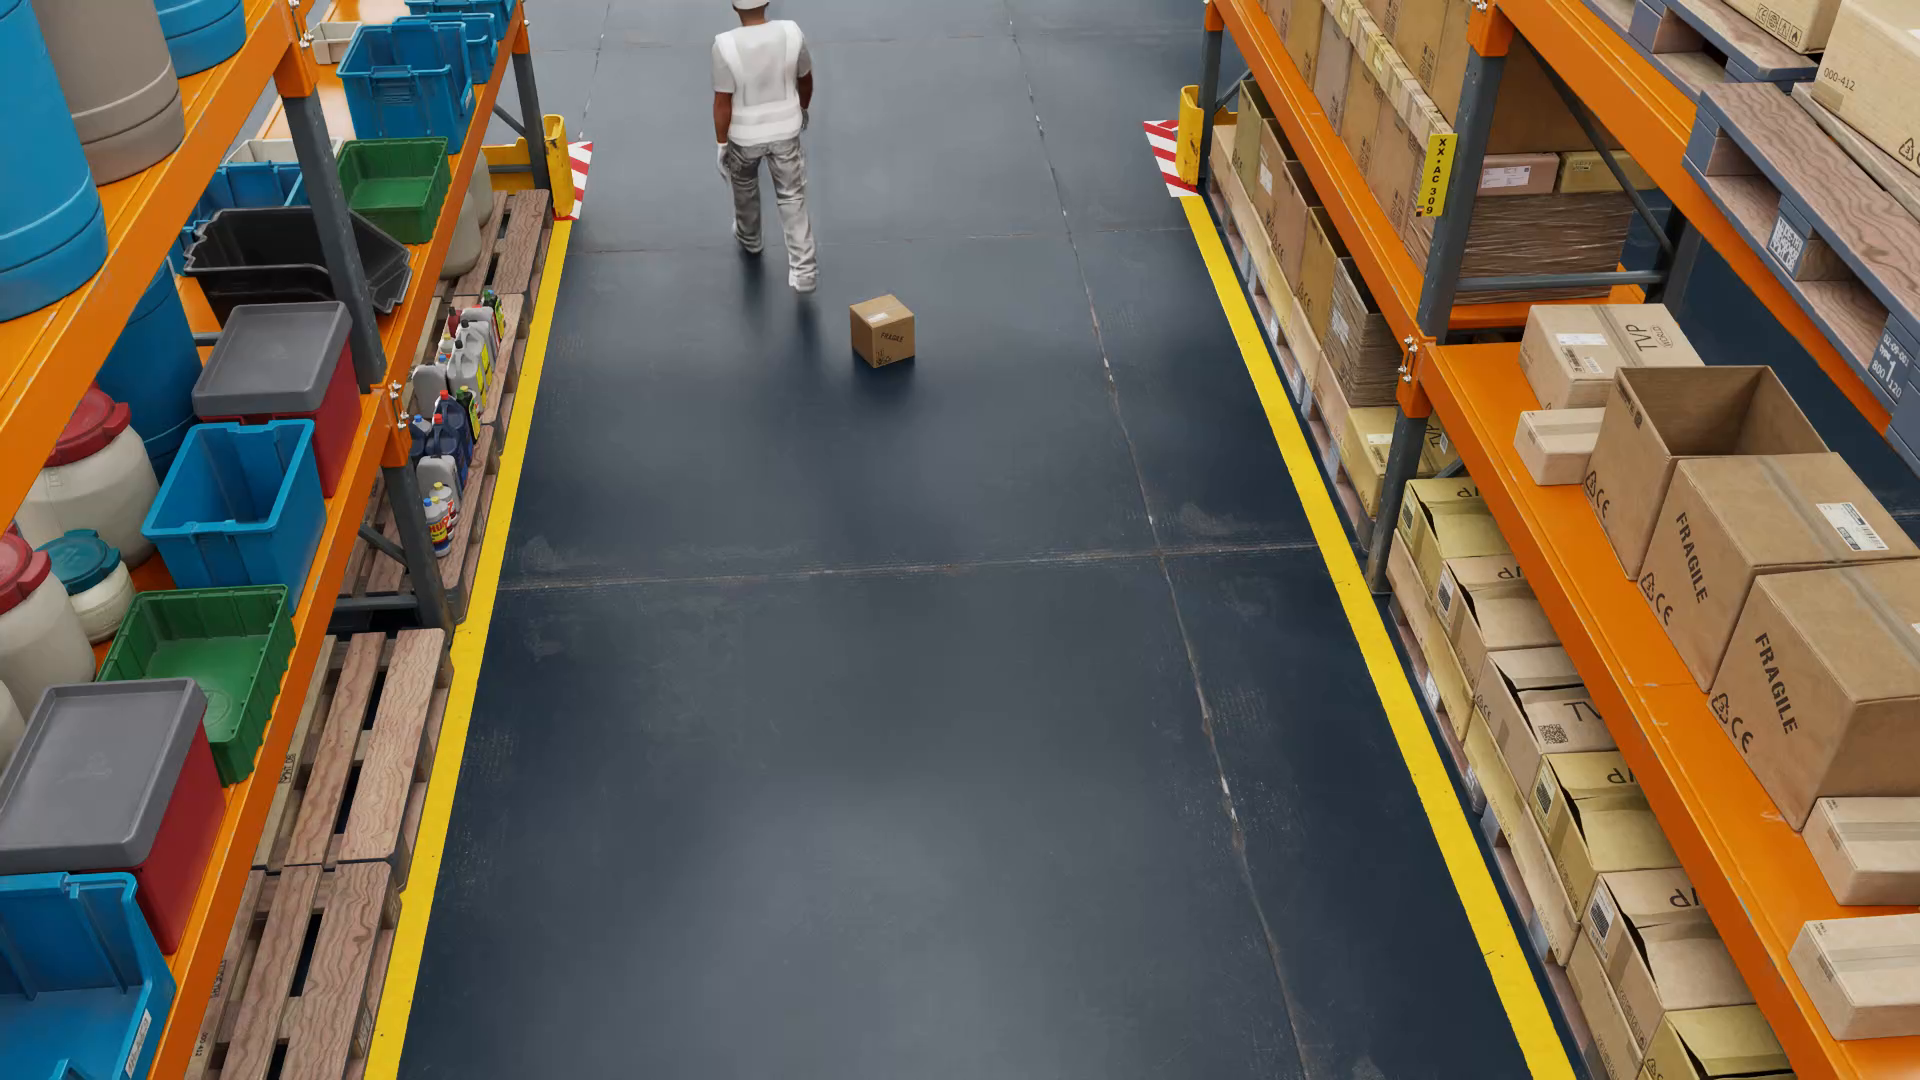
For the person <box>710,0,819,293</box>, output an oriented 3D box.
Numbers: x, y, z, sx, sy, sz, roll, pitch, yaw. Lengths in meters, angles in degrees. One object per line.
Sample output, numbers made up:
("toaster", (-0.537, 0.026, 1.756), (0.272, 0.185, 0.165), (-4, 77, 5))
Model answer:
("person", (-1.053, -2.211, 8.900), (0.579, 1.748, 1.031), (-10, 40, -13))
